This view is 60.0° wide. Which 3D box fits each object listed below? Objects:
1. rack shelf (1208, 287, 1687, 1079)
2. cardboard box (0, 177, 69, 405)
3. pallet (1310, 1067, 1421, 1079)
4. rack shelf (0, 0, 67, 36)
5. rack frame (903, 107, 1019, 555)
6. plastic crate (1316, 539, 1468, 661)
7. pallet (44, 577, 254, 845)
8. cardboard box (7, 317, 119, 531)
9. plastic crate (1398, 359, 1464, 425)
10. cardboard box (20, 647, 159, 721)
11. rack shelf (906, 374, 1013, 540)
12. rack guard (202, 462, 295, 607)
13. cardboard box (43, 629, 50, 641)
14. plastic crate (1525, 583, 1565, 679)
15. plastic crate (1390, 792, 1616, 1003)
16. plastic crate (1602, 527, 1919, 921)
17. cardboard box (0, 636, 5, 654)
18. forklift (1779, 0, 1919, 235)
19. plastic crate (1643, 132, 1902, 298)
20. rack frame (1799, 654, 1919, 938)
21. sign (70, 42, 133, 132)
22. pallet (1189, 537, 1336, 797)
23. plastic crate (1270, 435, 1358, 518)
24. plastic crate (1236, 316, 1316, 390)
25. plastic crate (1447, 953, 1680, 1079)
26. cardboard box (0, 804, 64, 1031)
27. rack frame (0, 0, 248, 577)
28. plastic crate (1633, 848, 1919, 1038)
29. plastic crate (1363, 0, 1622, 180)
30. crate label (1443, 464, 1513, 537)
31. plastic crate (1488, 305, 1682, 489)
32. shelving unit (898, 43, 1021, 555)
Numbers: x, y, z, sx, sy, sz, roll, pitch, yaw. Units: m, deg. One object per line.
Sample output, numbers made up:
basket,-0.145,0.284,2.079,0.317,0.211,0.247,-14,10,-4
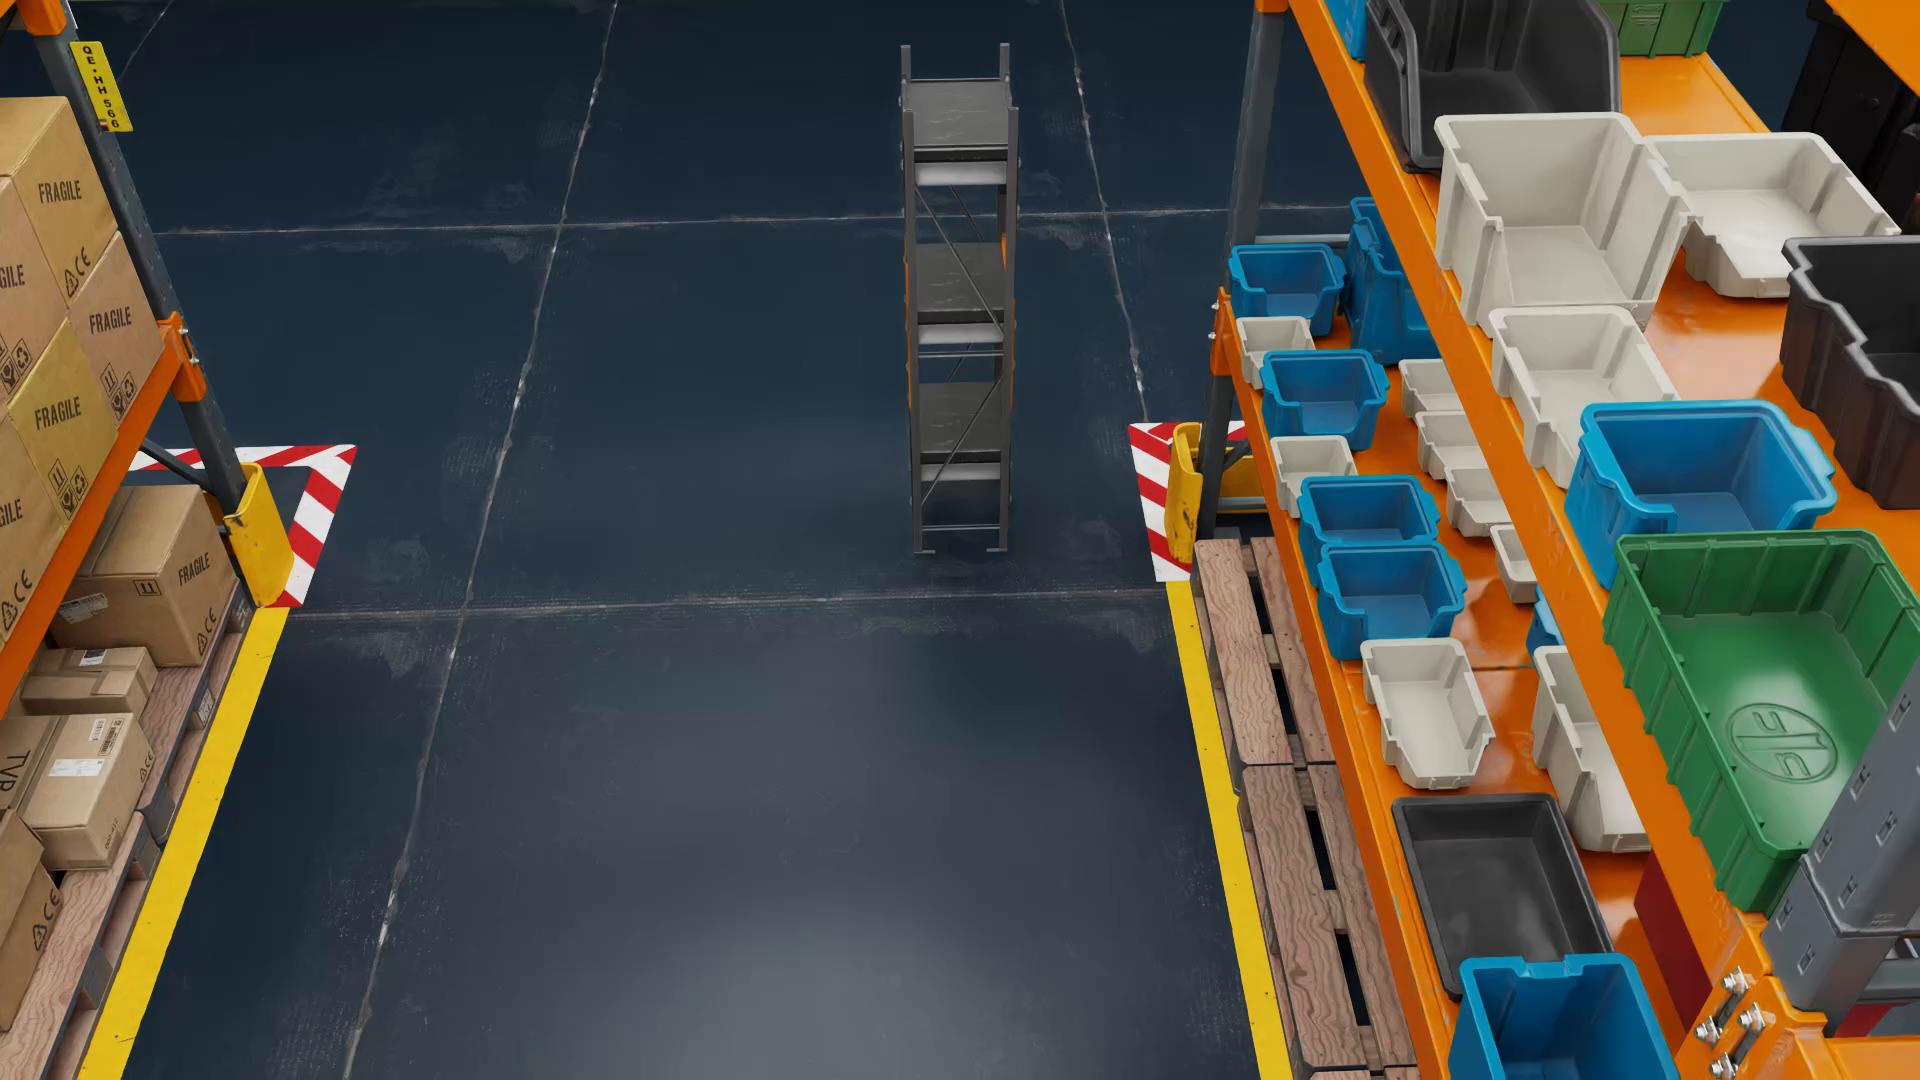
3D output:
rack shelf,1.588,0.497,5.020,1.077,0.370,4.000,-2,43,-2
cardboard box,-3.130,-0.750,5.035,0.500,0.500,0.500,-1,43,-1
pallet,1.603,2.115,4.786,1.003,0.211,1.213,-2,43,-2
rack shelf,-3.361,-0.469,3.854,1.077,0.370,4.000,-2,43,-2
rack frame,0.003,-0.721,6.483,0.400,2.100,0.015,-2,43,-2
plastic crate,1.253,0.189,4.903,0.416,0.233,0.300,-2,43,-2
pallet,-3.408,0.639,6.397,1.003,0.211,1.213,-2,43,-2
cardboard box,-3.130,-0.371,5.360,0.500,0.500,0.500,-1,43,-1
plastic crate,1.718,-0.498,5.724,0.396,0.136,0.243,-2,43,-2
cardboard box,-3.250,0.540,6.212,0.380,0.166,0.250,-2,43,-2
rack shelf,-0.007,-0.360,7.145,0.431,0.518,0.480,-2,43,-2
rack guard,-3.443,-0.006,6.886,1.175,0.500,0.348,-2,43,-2
cardboard box,-3.761,0.365,6.403,0.380,0.166,0.250,-2,43,-2
plastic crate,1.846,0.301,4.782,0.416,0.233,0.300,-2,43,-2
plastic crate,1.357,0.914,4.193,0.437,0.125,0.590,-2,43,-2
plastic crate,1.353,0.277,2.665,0.450,0.188,0.662,-2,43,-2
cardboard box,-3.093,0.306,4.622,0.500,0.500,0.500,-2,43,-2
forklift,3.375,-0.512,5.640,1.130,2.935,3.031,-29,50,-28
plastic crate,1.838,-0.739,3.811,0.437,0.136,0.530,-2,43,-2
rack frame,1.673,-0.629,1.277,1.000,3.000,0.127,-2,43,-2
sign,-2.891,-1.524,5.602,0.100,0.325,0.005,-2,43,-2
pallet,1.499,0.468,6.584,1.003,0.211,1.213,-2,43,-2
plastic crate,1.144,-0.190,5.388,0.250,0.136,0.298,-2,43,-2
plastic crate,1.115,-0.648,5.888,0.250,0.136,0.298,-2,43,-2
plastic crate,1.312,1.261,3.622,0.392,0.384,0.575,-2,43,-2
cardboard box,-3.361,1.212,5.230,0.797,0.503,0.637,-2,43,-2
rack frame,-3.446,-0.979,6.098,1.000,3.000,0.127,-2,43,-2
plastic crate,1.885,0.927,3.927,0.402,0.464,0.583,-2,43,-2
plastic crate,1.293,-1.162,4.124,0.504,0.338,0.767,-2,43,-2
crate label,1.752,-0.114,5.306,0.396,0.136,0.243,-2,43,-2
plastic crate,1.238,-0.274,3.304,0.293,0.136,0.466,-2,43,-2
shelving unit,-0.007,-0.886,6.662,0.431,2.100,0.503,-2,43,-2
